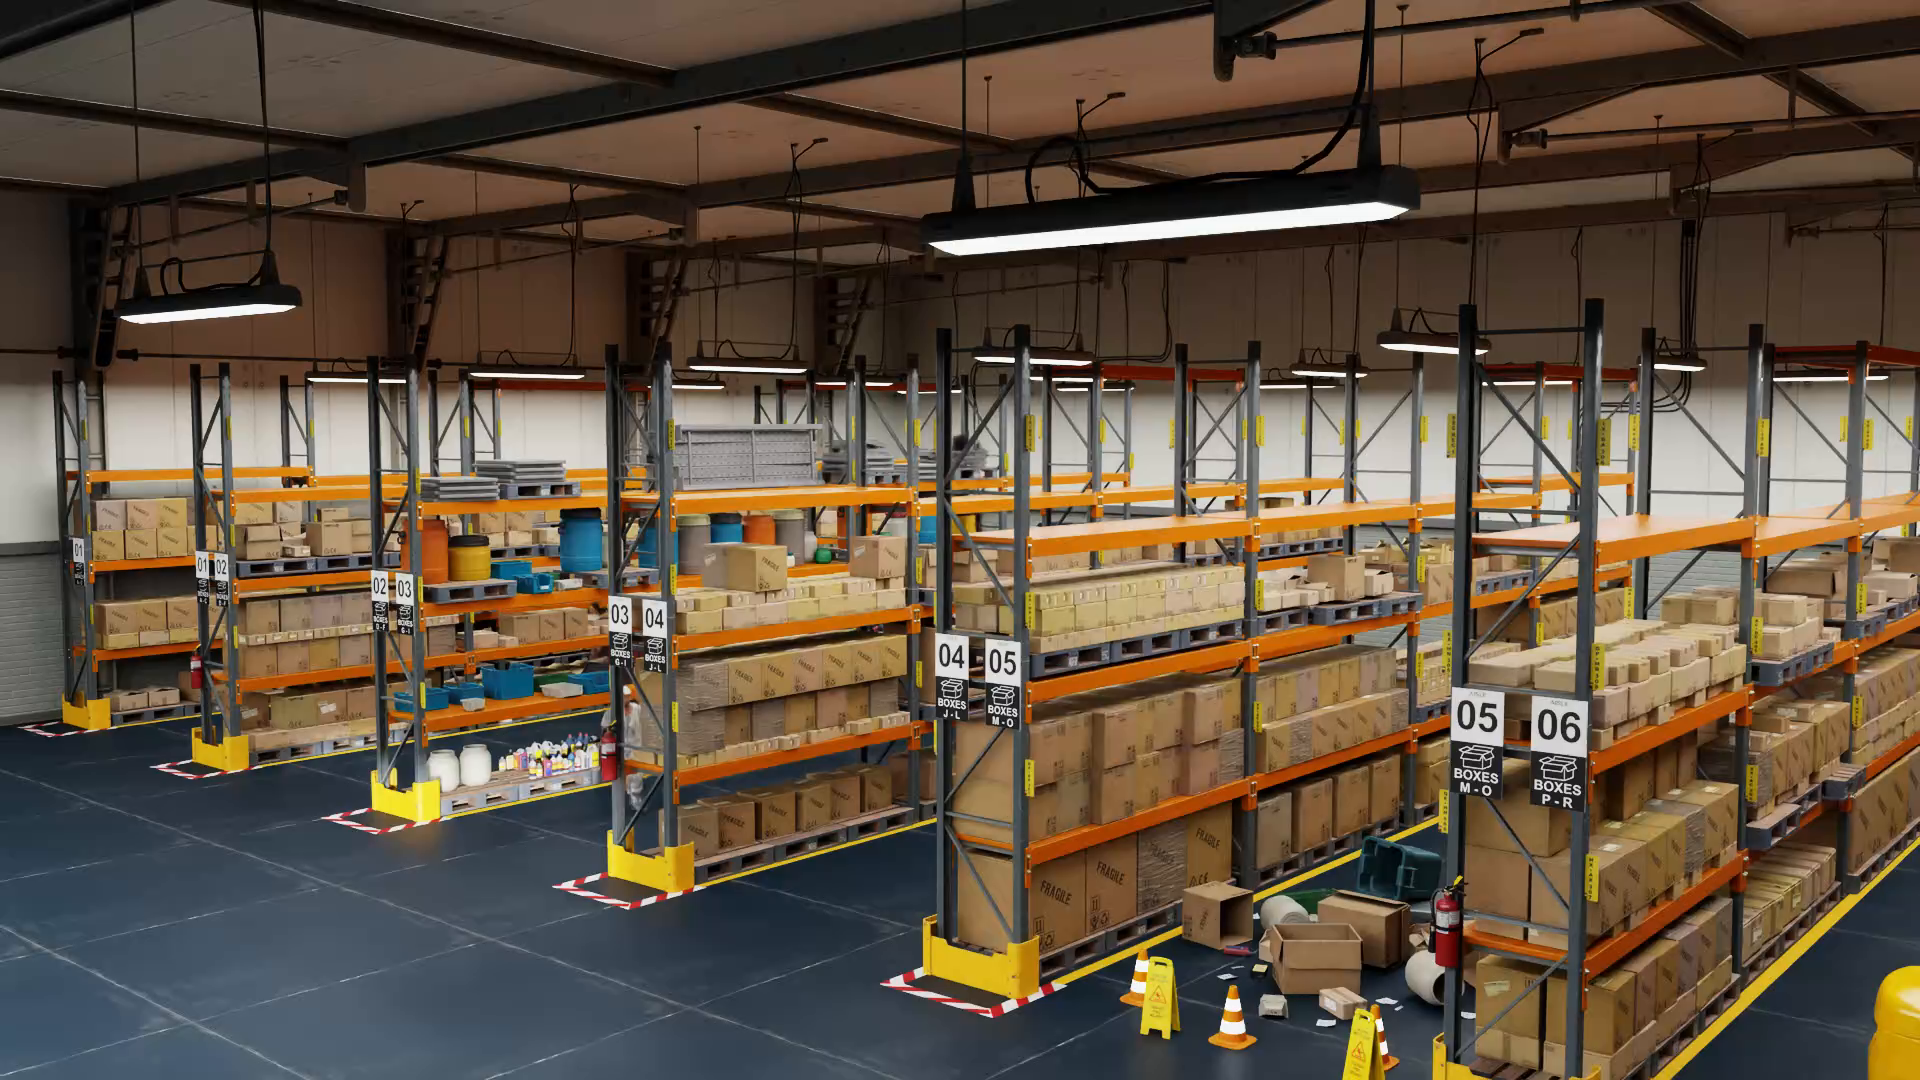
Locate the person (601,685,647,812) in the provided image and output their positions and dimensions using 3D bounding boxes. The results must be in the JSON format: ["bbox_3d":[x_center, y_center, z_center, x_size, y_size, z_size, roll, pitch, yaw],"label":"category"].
[{"bbox_3d":[-4.370,2.740,21.666,0.585,1.738,0.876,-1,4,-8],"label":"person"}]

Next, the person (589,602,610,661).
[{"bbox_3d":[-7.050,2.015,32.319,0.761,1.663,0.627,-1,4,-16],"label":"person"}]
